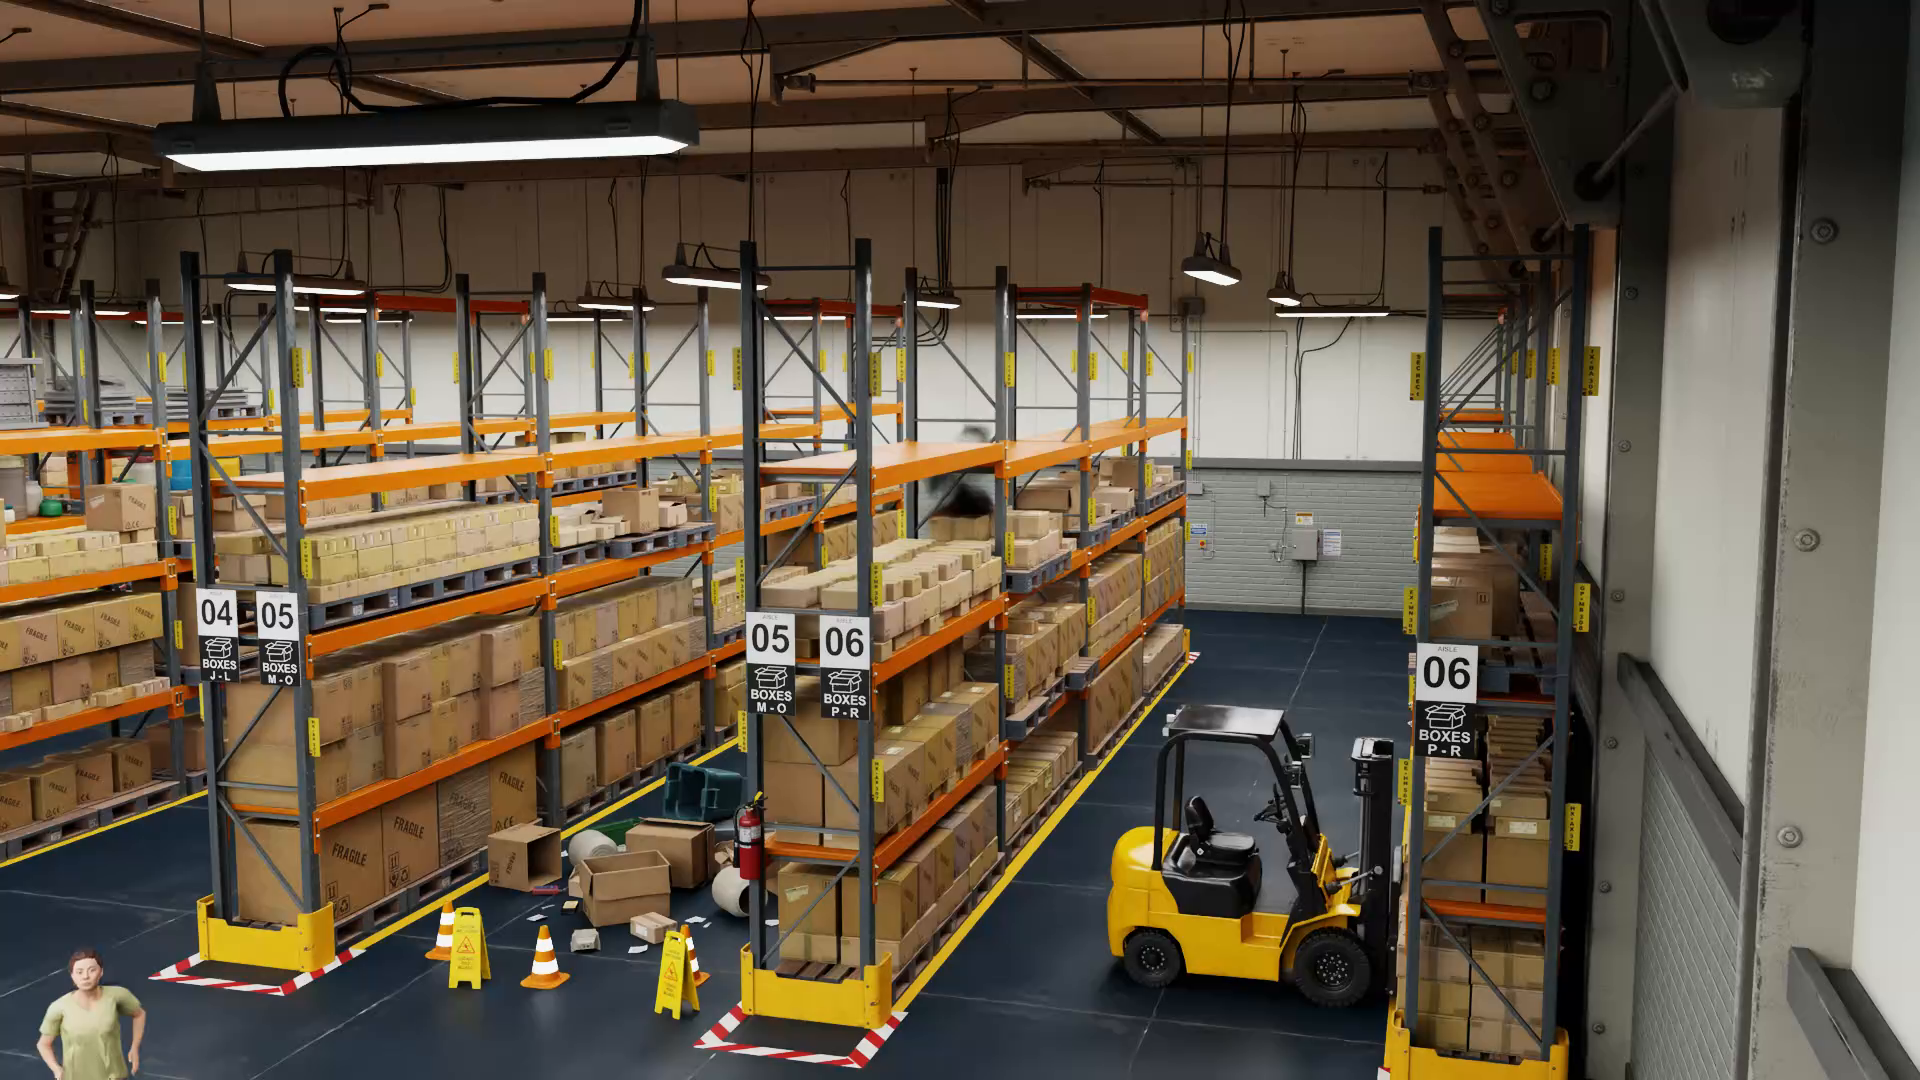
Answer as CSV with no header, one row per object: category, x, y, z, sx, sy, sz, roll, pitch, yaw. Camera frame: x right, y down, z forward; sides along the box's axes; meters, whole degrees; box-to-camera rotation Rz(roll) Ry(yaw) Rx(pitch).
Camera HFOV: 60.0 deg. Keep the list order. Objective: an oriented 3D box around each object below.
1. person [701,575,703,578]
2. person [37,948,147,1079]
person,-4.069,1.362,26.817,0.627,1.662,0.550,2,7,14
person,-5.191,3.252,9.996,0.593,1.631,0.806,-4,7,-30
